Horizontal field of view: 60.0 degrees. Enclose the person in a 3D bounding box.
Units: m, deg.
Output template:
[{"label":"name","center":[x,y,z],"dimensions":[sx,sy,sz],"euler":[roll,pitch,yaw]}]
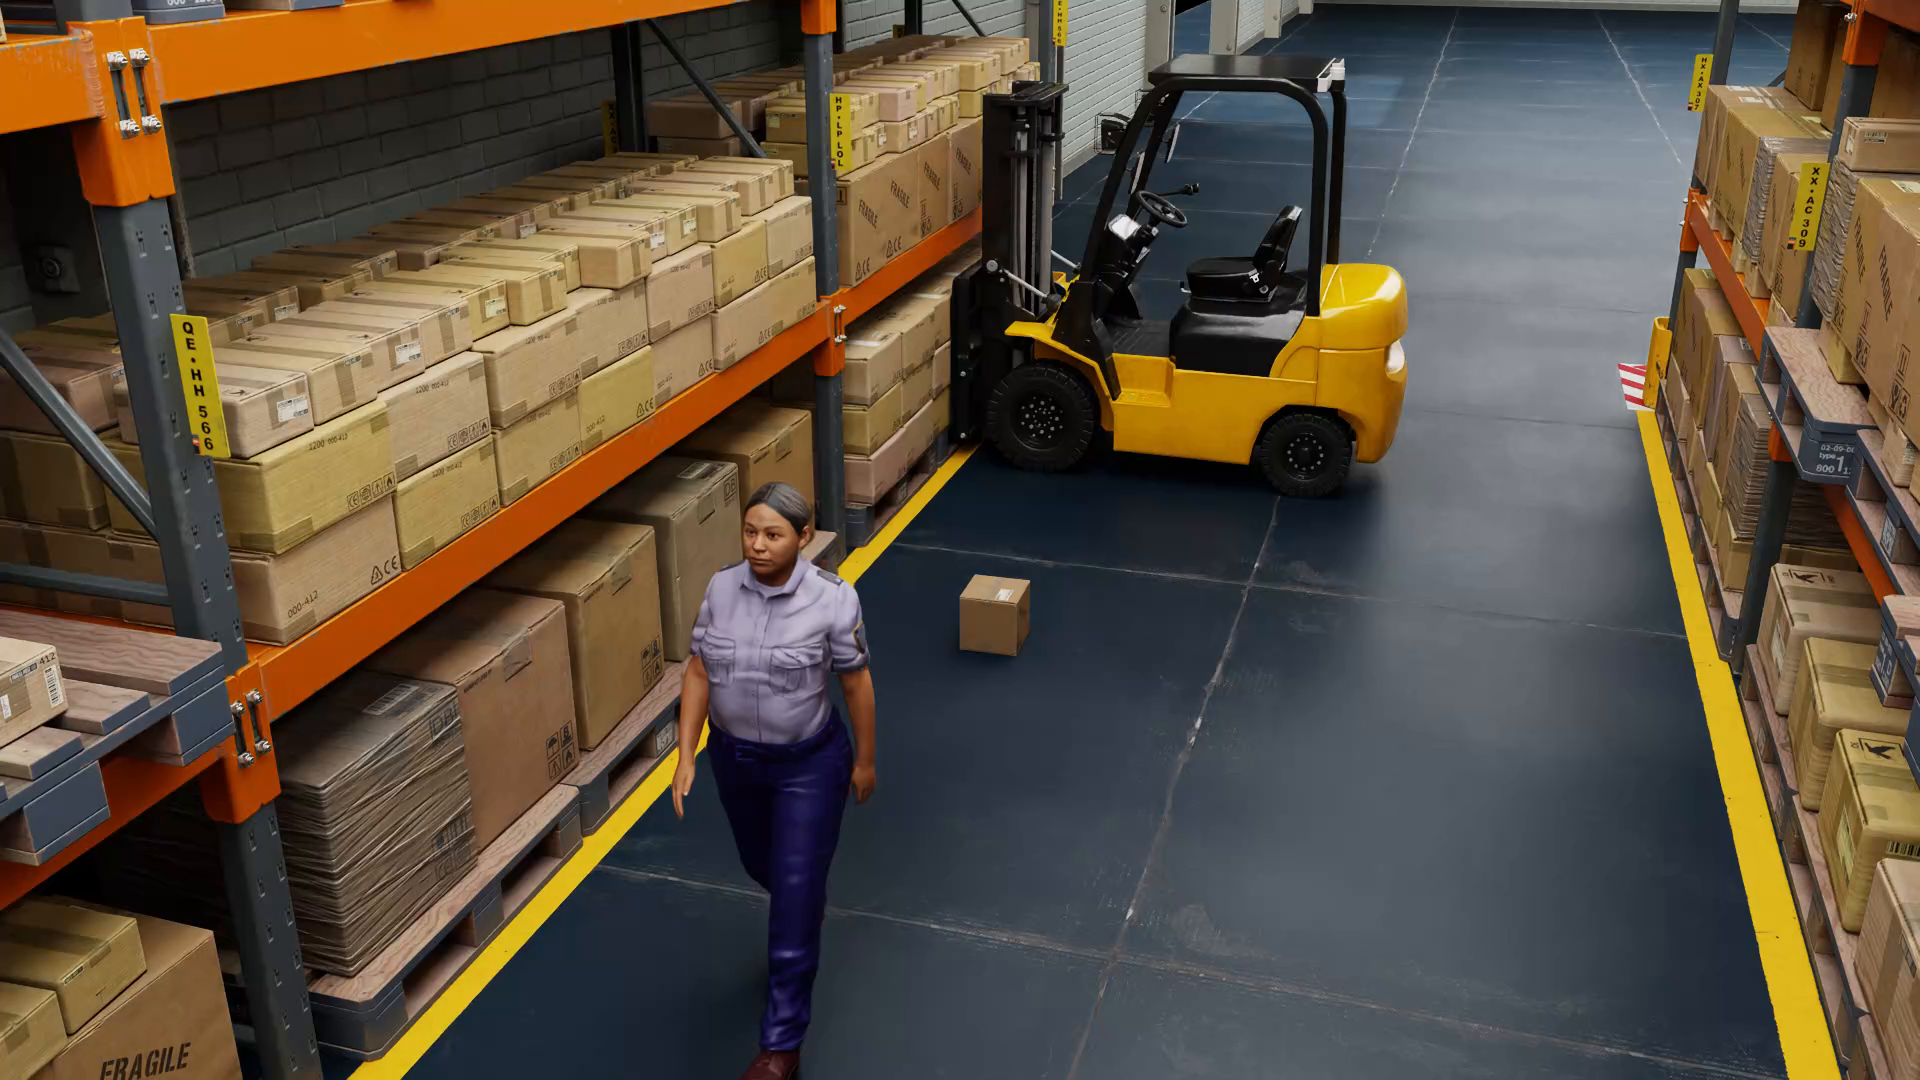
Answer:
[{"label":"person","center":[-0.535,0.634,4.561],"dimensions":[0.509,1.595,0.917],"euler":[8,23,19]}]
